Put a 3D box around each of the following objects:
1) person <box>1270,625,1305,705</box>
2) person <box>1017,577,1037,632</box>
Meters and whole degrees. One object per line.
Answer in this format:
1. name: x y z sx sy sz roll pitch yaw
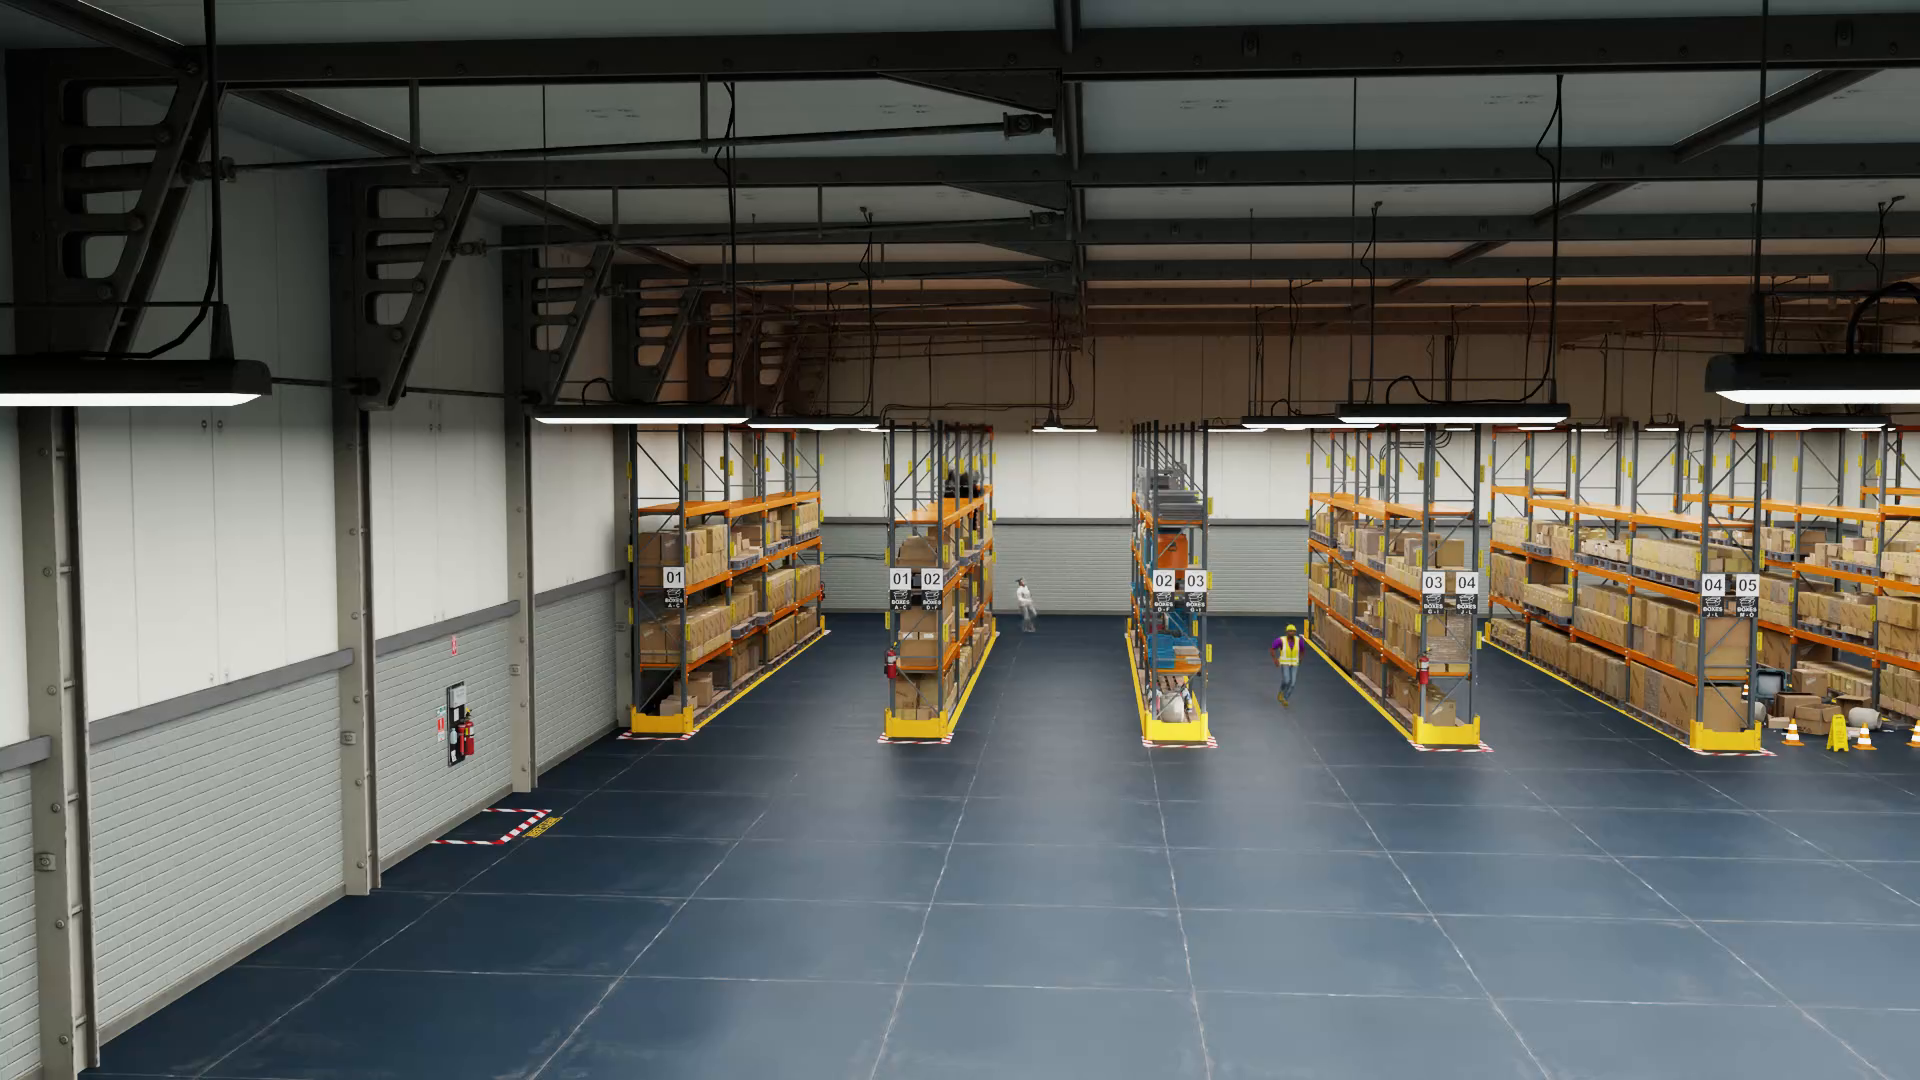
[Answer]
1. person: 6.949 2.642 35.050 0.703 1.718 0.571 0 4 -8
2. person: 1.898 1.860 47.815 0.595 1.613 0.616 -3 5 -41
